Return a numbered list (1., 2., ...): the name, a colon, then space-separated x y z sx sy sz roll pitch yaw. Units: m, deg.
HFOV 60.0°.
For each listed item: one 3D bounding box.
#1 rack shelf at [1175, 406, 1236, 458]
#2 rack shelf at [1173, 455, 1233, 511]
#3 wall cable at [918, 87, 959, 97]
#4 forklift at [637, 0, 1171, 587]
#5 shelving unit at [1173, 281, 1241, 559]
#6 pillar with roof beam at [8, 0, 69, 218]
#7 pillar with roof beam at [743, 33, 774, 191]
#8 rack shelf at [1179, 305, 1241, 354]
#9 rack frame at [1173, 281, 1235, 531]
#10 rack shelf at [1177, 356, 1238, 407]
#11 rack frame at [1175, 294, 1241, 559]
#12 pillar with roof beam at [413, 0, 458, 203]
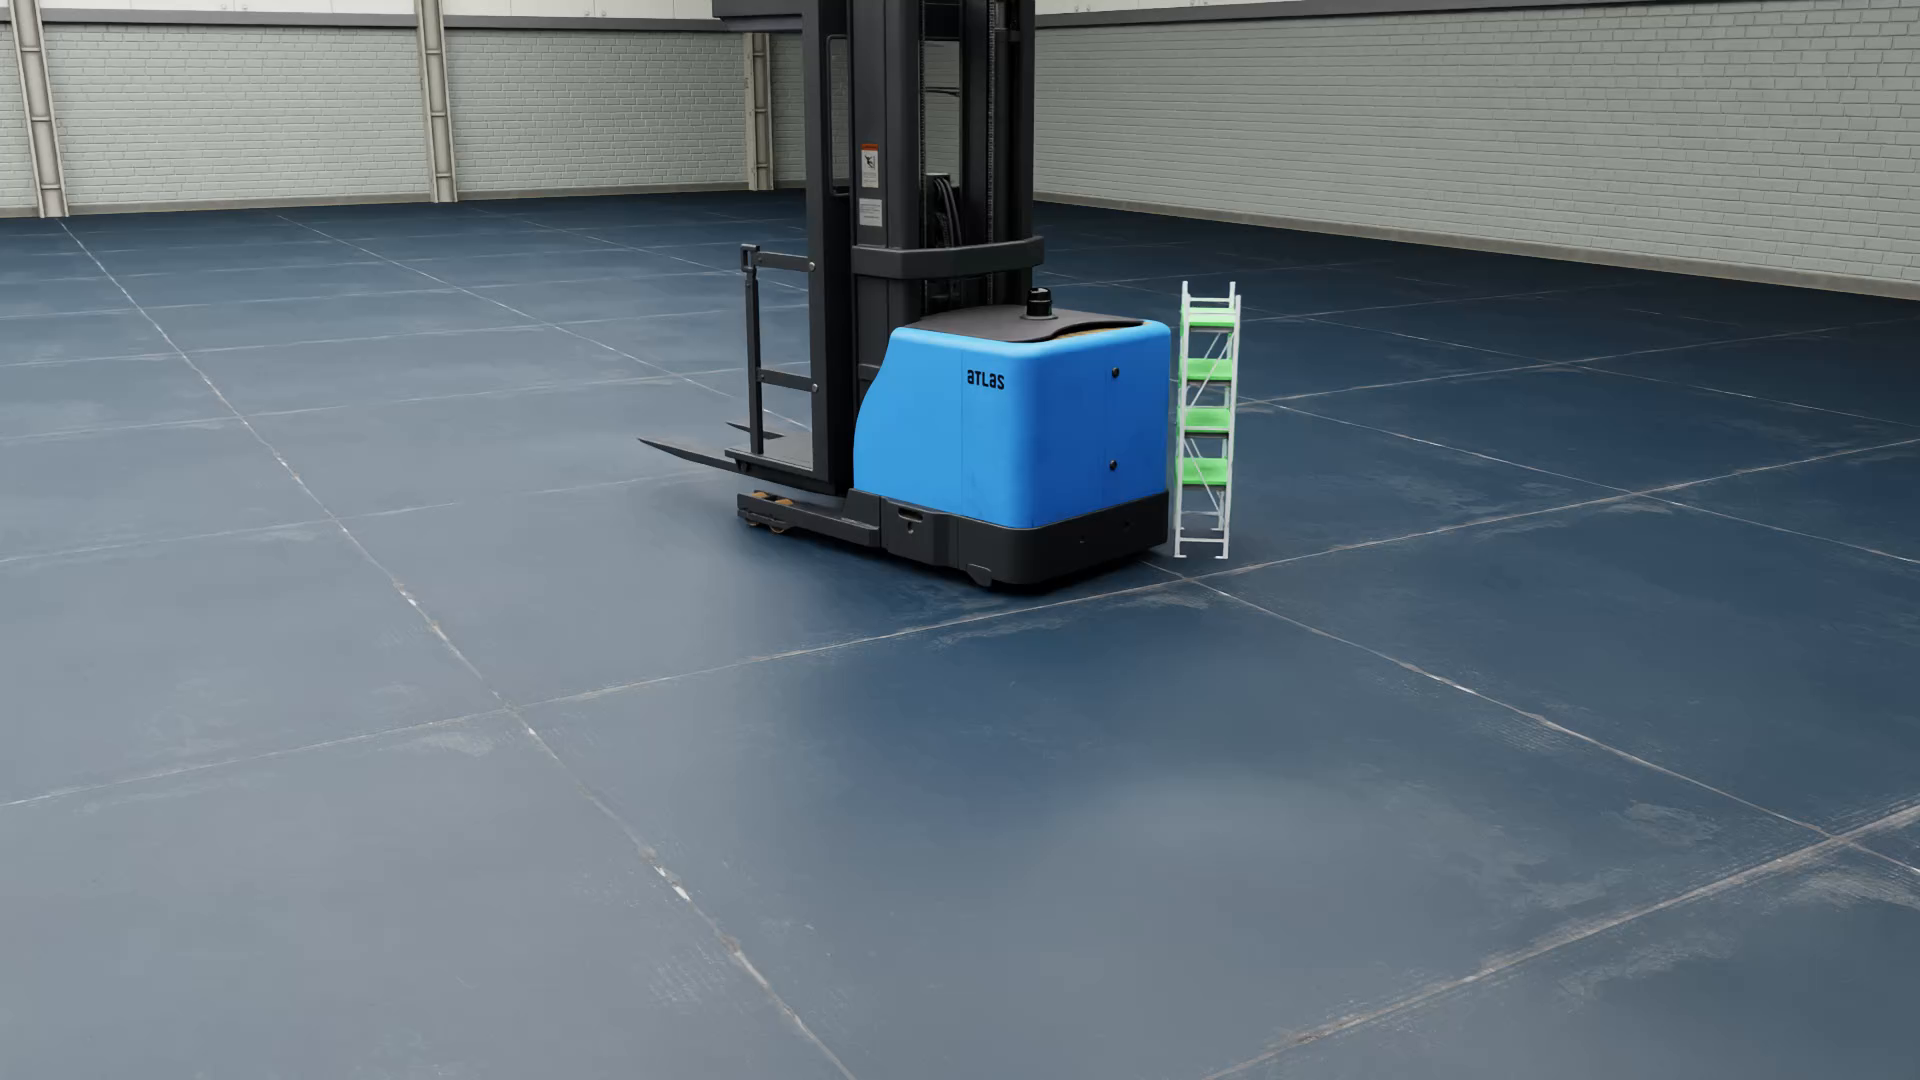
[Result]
1. rack shelf: 1.133 -0.501 7.708 0.258 0.148 0.480 2 16 6
2. rack shelf: 1.132 -0.270 7.773 0.258 0.148 0.480 2 16 6
3. wall cable: -0.603 -9.647 31.406 0.112 2.526 3.097 -9 18 -30
4. forklift: -0.449 -1.531 7.940 3.031 2.935 1.130 15 21 42
5. shelving unit: 1.133 -0.563 7.691 0.258 1.200 0.503 2 16 6
6. pillar with roof beam: -11.879 -8.375 21.114 0.400 9.000 9.100 -9 18 -30
7. pillar with roof beam: -1.593 -10.043 27.065 0.400 9.000 9.100 -9 18 -30
8. rack shelf: 1.135 -0.963 7.578 0.258 0.148 0.480 2 16 6
9. rack frame: 1.159 -0.628 7.924 0.240 1.200 0.015 2 16 6
10. rack shelf: 1.134 -0.732 7.643 0.258 0.148 0.480 2 16 6
11. rack frame: 1.108 -0.497 7.457 0.240 1.200 0.015 2 16 6
12. pillar with roof beam: -6.736 -9.209 24.089 0.400 9.000 9.100 -9 18 -30
